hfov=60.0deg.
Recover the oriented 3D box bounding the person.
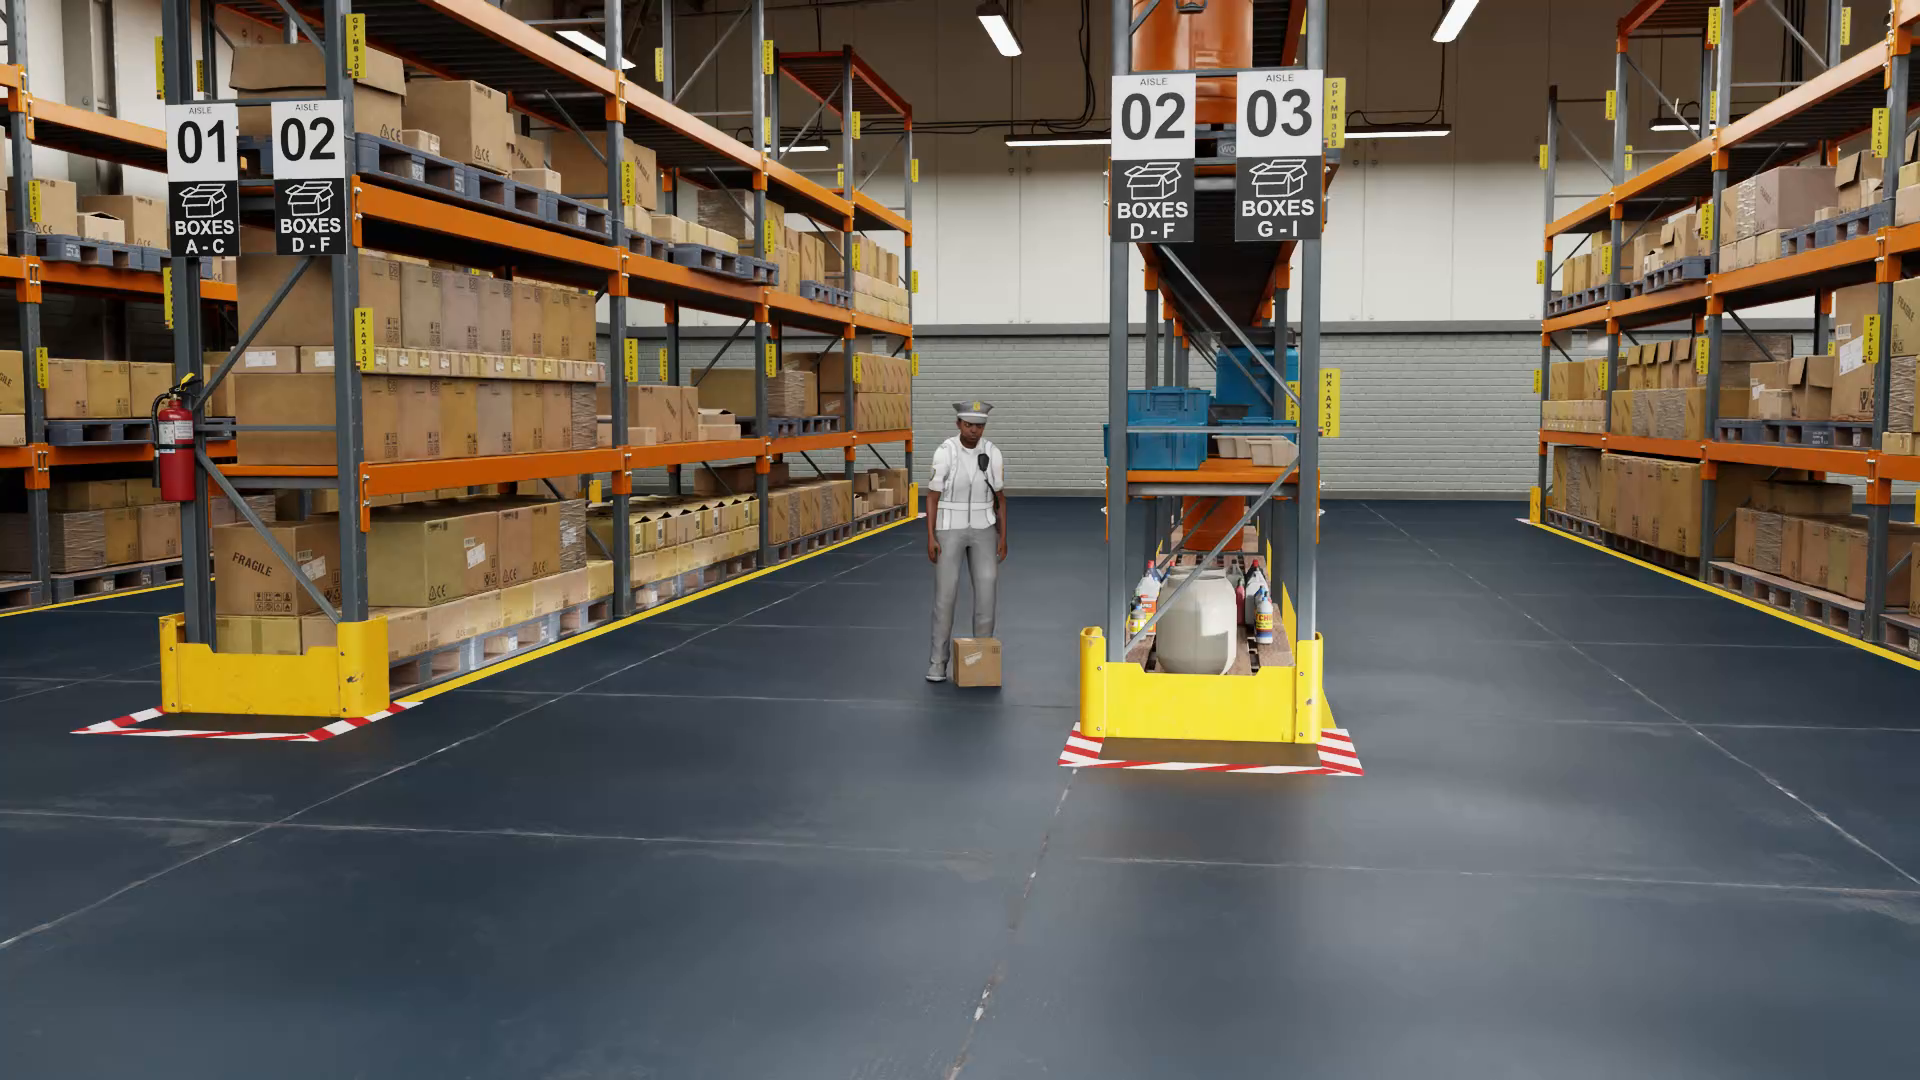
[{"bbox_3d":[0.035,-0.003,9.941,0.510,1.659,0.395,-1,5,-10],"label":"person"}]
